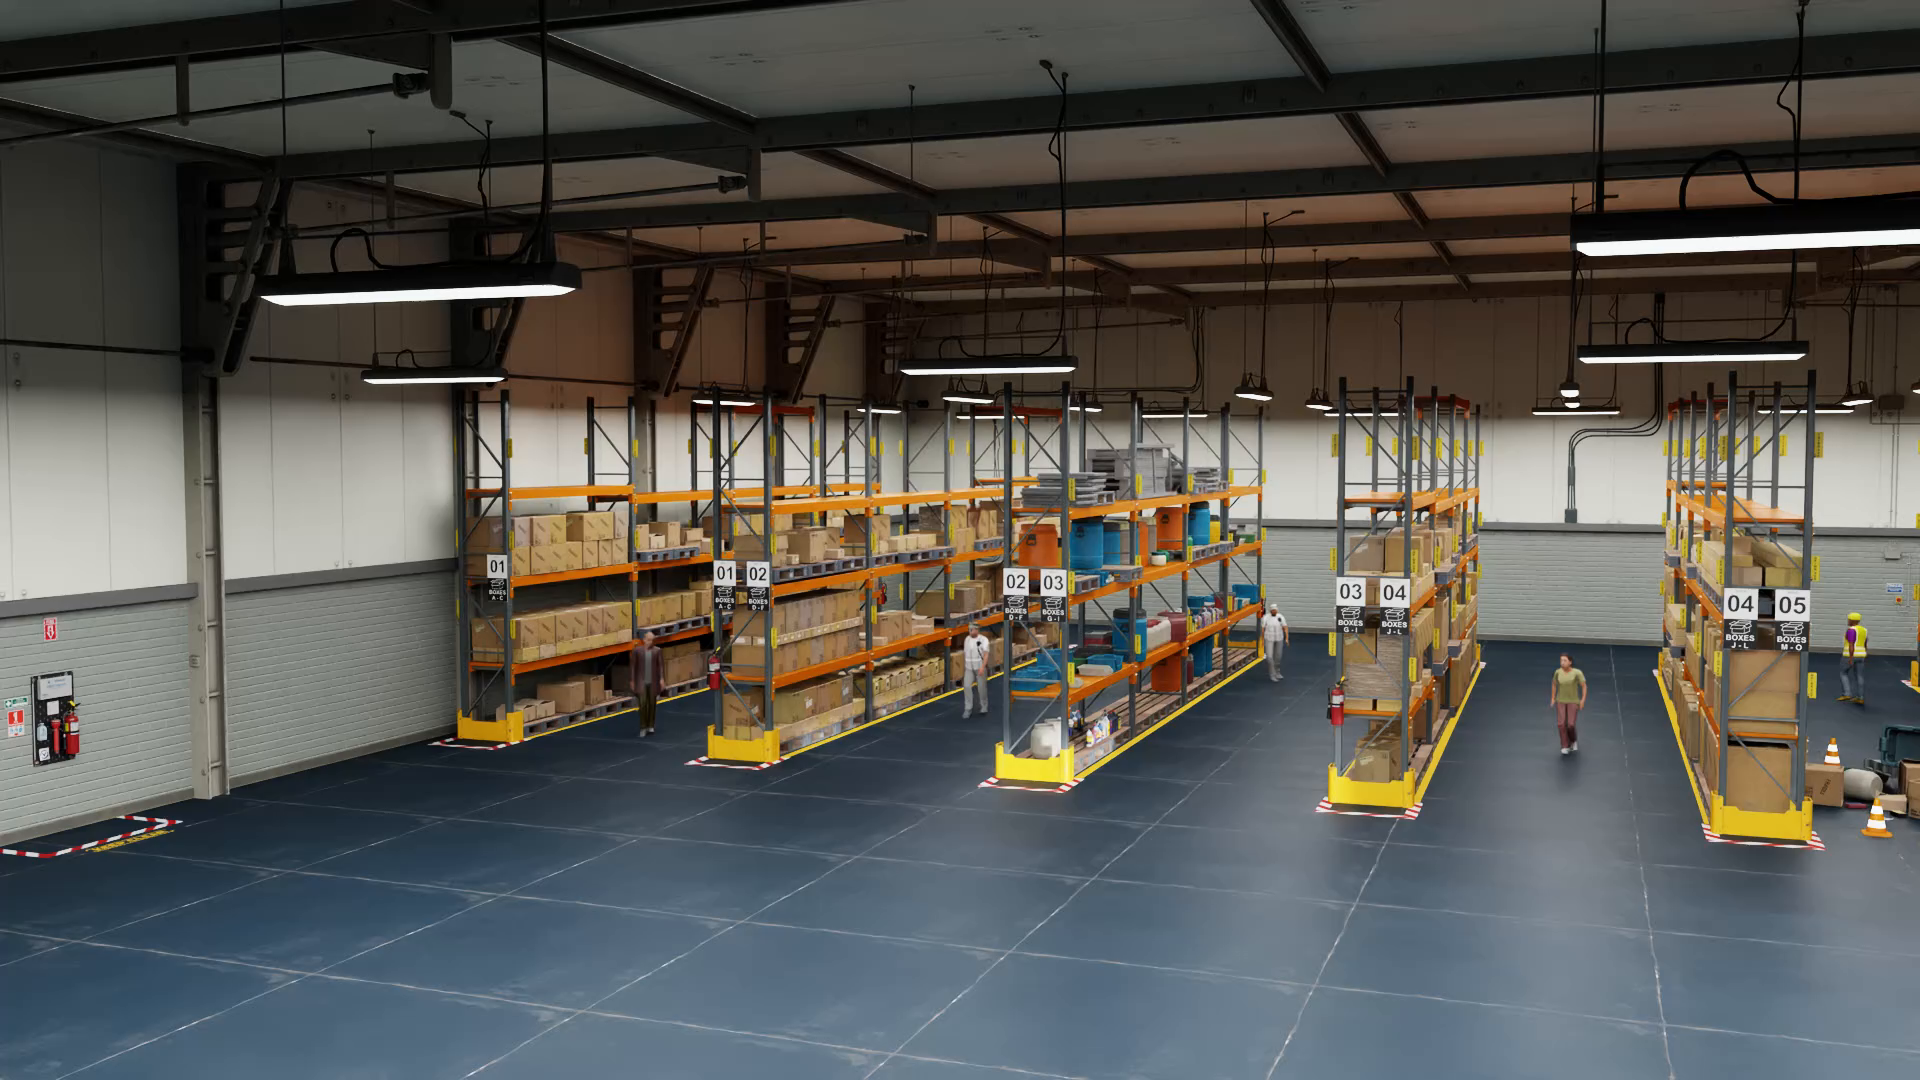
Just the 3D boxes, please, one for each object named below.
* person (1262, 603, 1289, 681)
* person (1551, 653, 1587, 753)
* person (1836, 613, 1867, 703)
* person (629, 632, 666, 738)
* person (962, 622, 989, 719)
[{"bbox_3d":[6.835,2.211,36.036,0.557,1.695,0.615,0,3,5],"label":"person"},{"bbox_3d":[10.029,2.677,27.365,0.545,1.655,0.502,2,4,36],"label":"person"},{"bbox_3d":[17.655,2.331,32.724,0.542,1.787,0.557,0,3,-4],"label":"person"},{"bbox_3d":[-5.459,2.538,29.100,0.611,1.842,0.646,-1,3,-22],"label":"person"},{"bbox_3d":[0.276,2.423,31.141,0.556,1.785,0.804,1,3,24],"label":"person"}]
